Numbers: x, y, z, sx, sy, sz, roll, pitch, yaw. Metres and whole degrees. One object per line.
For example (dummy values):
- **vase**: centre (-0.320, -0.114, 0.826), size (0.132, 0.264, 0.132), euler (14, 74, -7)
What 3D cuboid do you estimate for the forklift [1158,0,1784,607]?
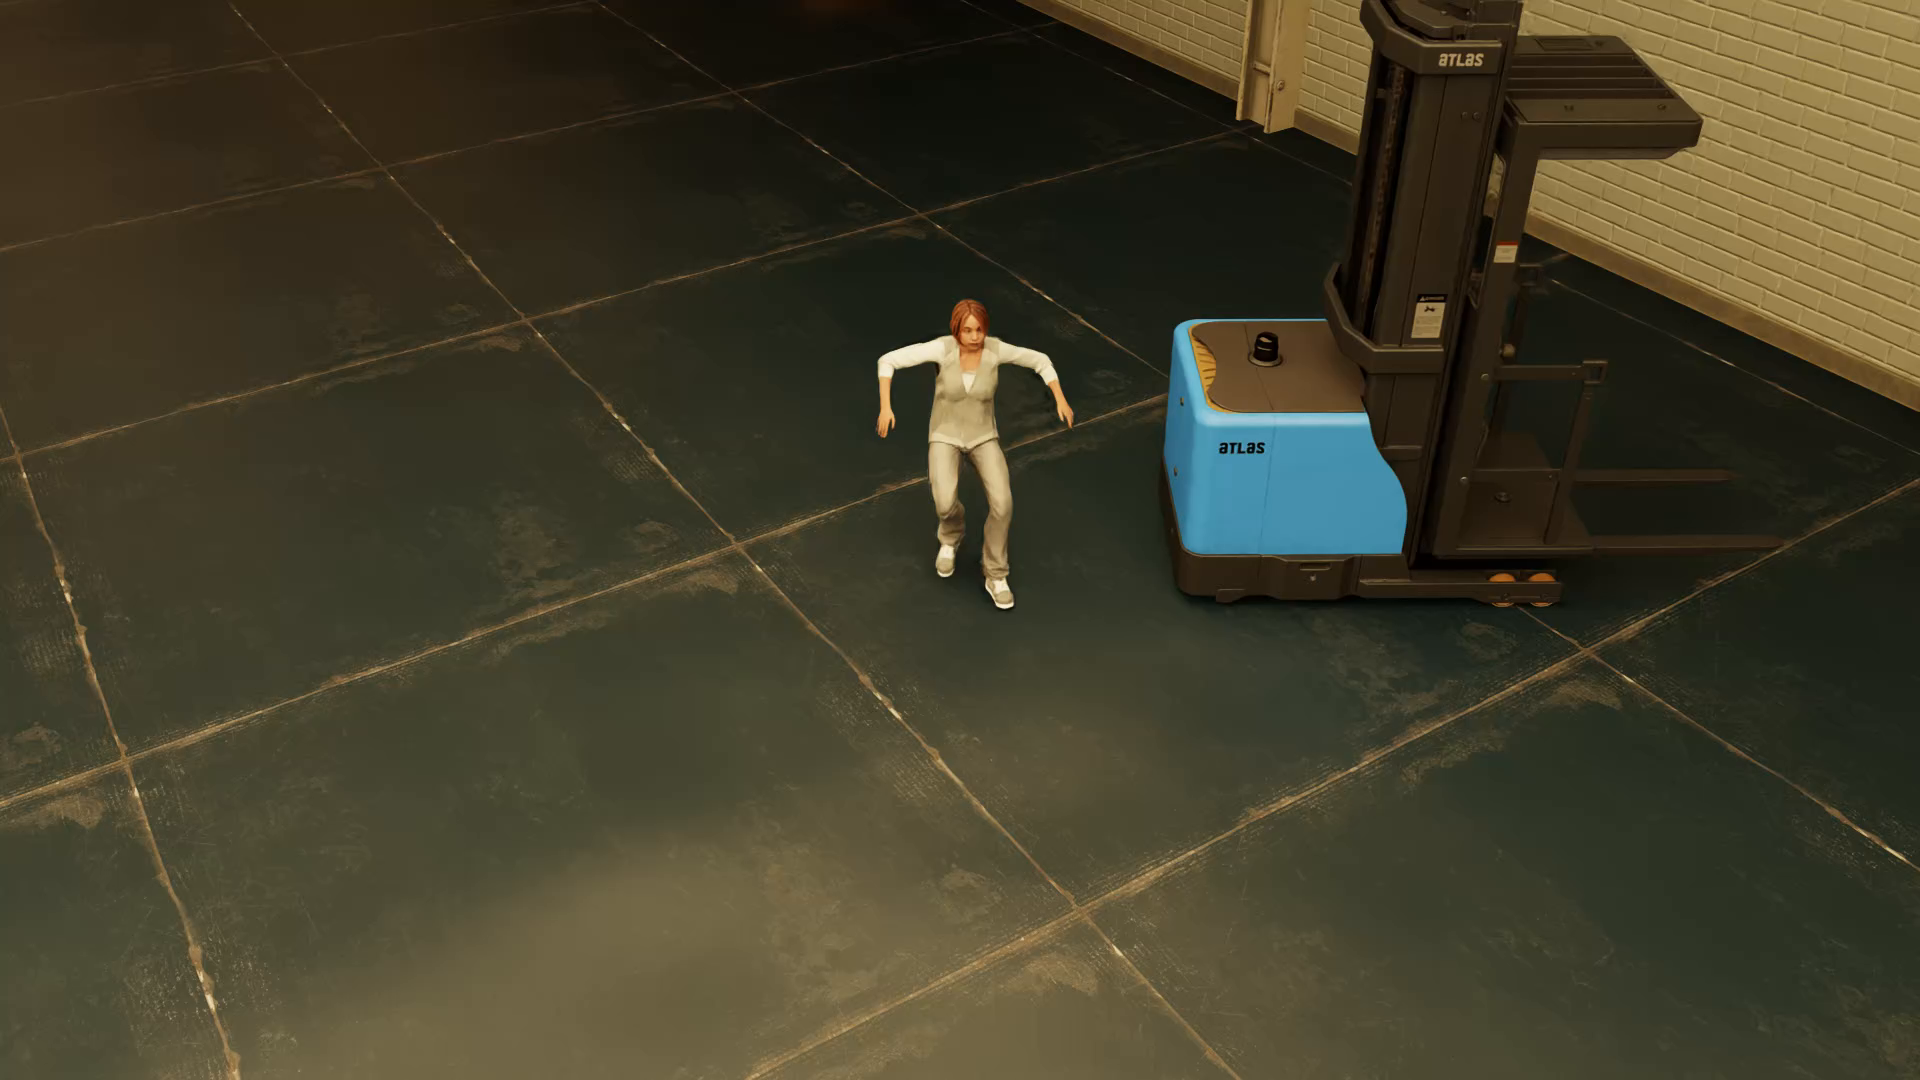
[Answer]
- **forklift**: centre (2.587, -1.174, 7.819), size (3.031, 2.935, 1.130), euler (0, 35, 0)

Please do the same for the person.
- **person**: centre (0.083, -0.420, 8.022), size (0.960, 1.446, 0.691), euler (-4, 35, -6)
